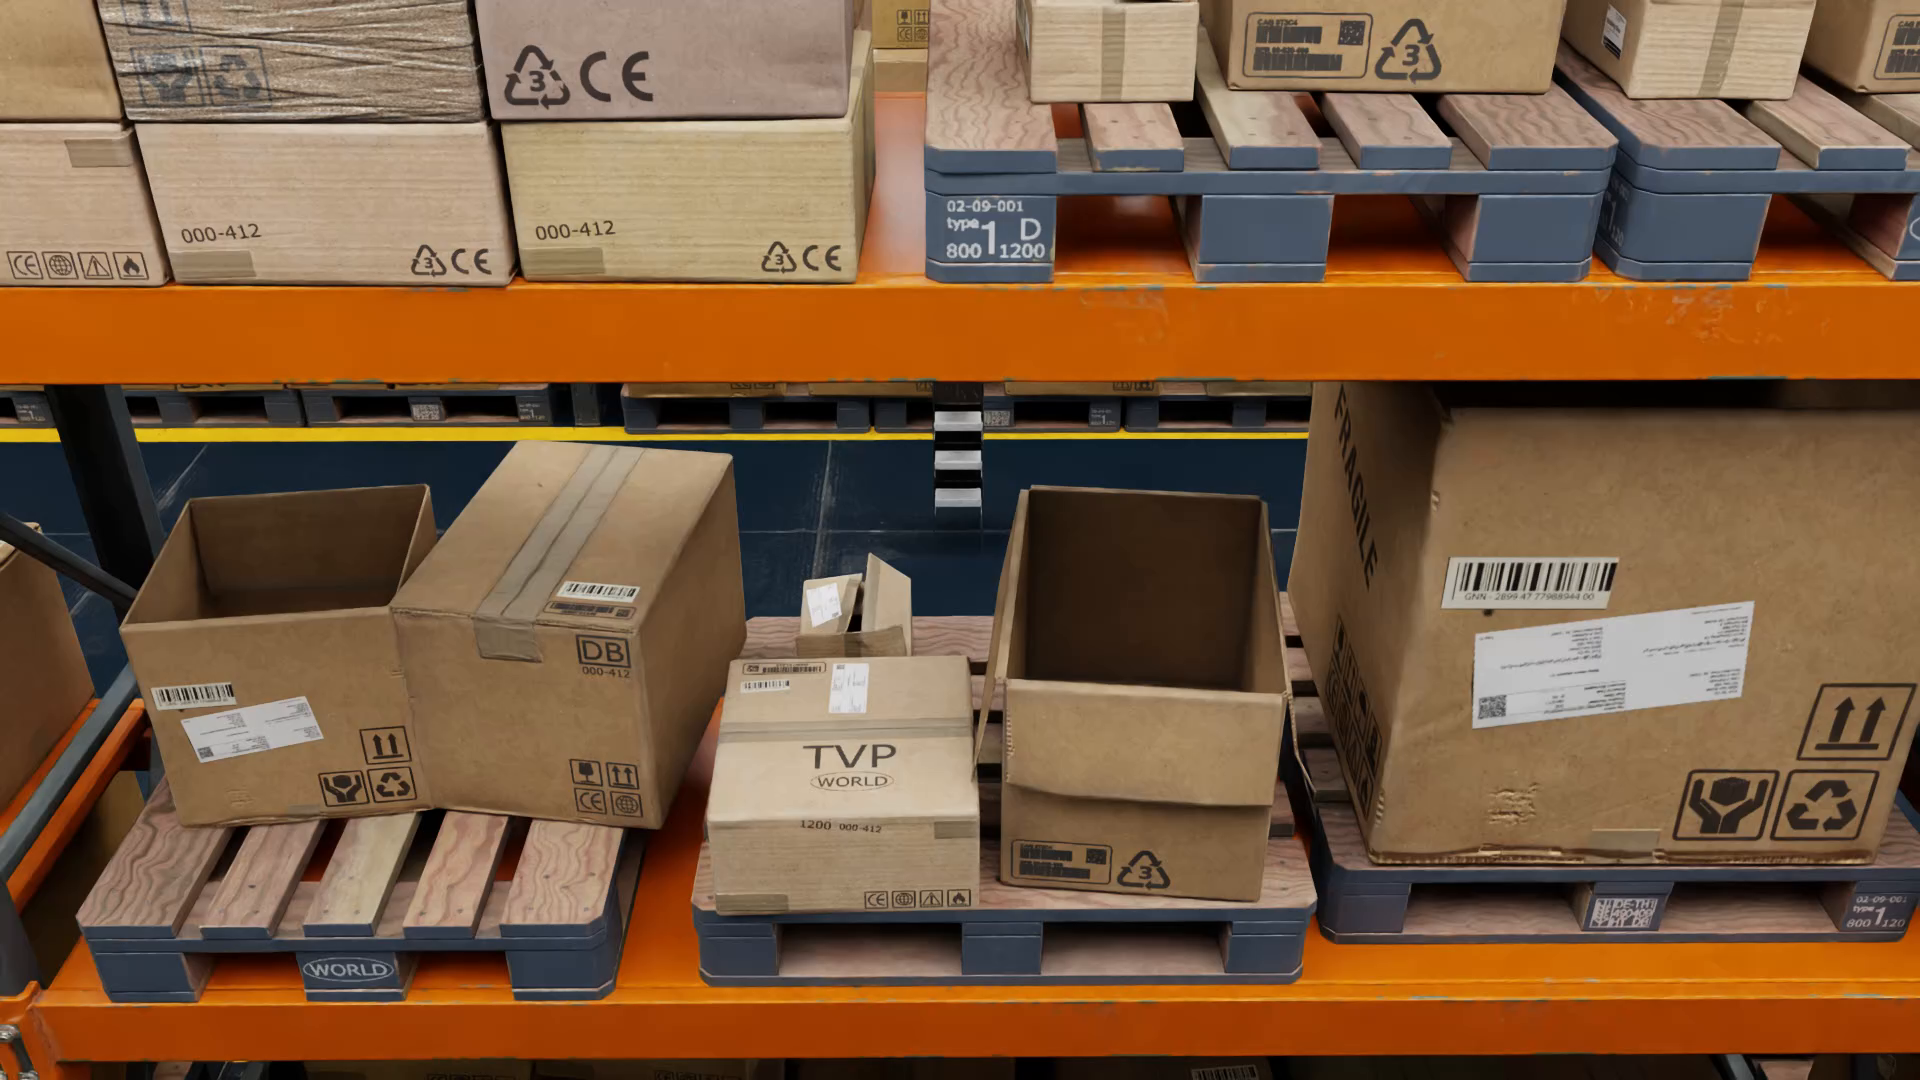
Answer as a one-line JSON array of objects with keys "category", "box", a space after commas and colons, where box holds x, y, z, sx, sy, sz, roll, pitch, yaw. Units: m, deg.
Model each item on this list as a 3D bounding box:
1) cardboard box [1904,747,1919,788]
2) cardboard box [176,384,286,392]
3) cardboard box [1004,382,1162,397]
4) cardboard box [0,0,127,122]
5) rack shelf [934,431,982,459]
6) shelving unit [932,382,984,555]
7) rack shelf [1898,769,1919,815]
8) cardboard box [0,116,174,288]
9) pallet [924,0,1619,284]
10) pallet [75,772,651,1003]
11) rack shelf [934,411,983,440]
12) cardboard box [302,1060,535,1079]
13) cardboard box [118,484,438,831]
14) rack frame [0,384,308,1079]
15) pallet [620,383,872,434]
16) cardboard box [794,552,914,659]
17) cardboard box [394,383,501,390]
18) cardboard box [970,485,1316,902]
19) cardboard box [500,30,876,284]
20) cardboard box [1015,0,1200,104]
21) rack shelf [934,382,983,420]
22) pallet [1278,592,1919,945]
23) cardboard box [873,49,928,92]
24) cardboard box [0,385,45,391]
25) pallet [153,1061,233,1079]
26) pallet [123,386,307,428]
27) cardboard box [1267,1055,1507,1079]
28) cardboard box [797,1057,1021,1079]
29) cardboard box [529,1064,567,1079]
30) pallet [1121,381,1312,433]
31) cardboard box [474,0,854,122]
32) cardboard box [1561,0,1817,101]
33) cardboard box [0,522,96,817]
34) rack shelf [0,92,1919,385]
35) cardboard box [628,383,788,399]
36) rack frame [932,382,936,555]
[{"category": "cardboard box", "box": [2.314, 0.420, 3.908, 0.250, 0.149, 0.380, 0, 31, 0]}, {"category": "cardboard box", "box": [-3.532, -1.058, 8.107, 0.500, 0.500, 0.500, -2, 31, -3]}, {"category": "cardboard box", "box": [0.587, -1.275, 8.224, 0.750, 0.750, 1.050, 0, 31, 0]}, {"category": "cardboard box", "box": [-1.427, -0.928, 2.418, 0.500, 0.500, 0.500, 0, 31, 0]}, {"category": "rack shelf", "box": [-0.008, -0.433, 6.987, 0.200, 0.077, 0.258, 0, 31, 0]}, {"category": "shelving unit", "box": [-0.008, -0.385, 7.017, 0.210, 0.900, 0.258, 0, 31, 0]}, {"category": "rack shelf", "box": [4.101, 0.767, 3.787, 4.000, 0.370, 1.077, 0, 31, 0]}, {"category": "cardboard box", "box": [-1.427, -0.609, 2.615, 0.500, 0.250, 0.500, 0, 31, 1]}, {"category": "pallet", "box": [0.446, -0.785, 2.941, 1.003, 0.211, 1.213, 0, 31, 0]}, {"category": "pallet", "box": [-1.187, 0.503, 3.714, 1.003, 0.211, 1.213, 0, 31, 0]}, {"category": "rack shelf", "box": [-0.008, -0.510, 6.940, 0.200, 0.077, 0.258, 0, 31, 0]}, {"category": "cardboard box", "box": [-1.229, 1.021, 3.939, 0.500, 0.250, 0.500, 1, 31, 2]}, {"category": "cardboard box", "box": [-1.359, 0.234, 3.472, 0.500, 0.500, 0.500, -4, 31, -6]}, {"category": "rack frame", "box": [-1.899, 0.478, 3.570, 0.127, 3.000, 1.000, 0, 31, 0]}, {"category": "pallet", "box": [-1.039, -0.866, 8.474, 1.213, 0.211, 1.003, 0, 31, 0]}, {"category": "cardboard box", "box": [-0.233, 0.211, 3.735, 0.258, 0.266, 0.396, -1, 31, -2]}, {"category": "cardboard box", "box": [-2.484, -1.068, 8.123, 0.500, 0.500, 0.500, 0, 31, -1]}, {"category": "cardboard box", "box": [0.368, 0.296, 3.367, 0.637, 0.503, 0.797, 3, 31, 5]}, {"category": "cardboard box", "box": [-0.400, -0.617, 2.628, 0.500, 0.250, 0.500, 0, 31, 1]}, {"category": "cardboard box", "box": [0.227, -0.838, 2.669, 0.250, 0.166, 0.380, -1, 31, -2]}, {"category": "rack shelf", "box": [-0.008, -0.587, 6.894, 0.200, 0.077, 0.258, 0, 31, 0]}, {"category": "pallet", "box": [1.336, 0.475, 3.760, 1.213, 0.211, 1.003, 0, 31, 0]}, {"category": "cardboard box", "box": [-0.364, -2.003, 7.563, 0.500, 0.500, 0.500, 0, 31, 0]}, {"category": "cardboard box", "box": [-4.558, -1.060, 8.111, 0.500, 0.500, 0.500, 1, 31, 2]}, {"category": "pallet", "box": [-2.688, 1.634, 4.353, 1.213, 0.211, 1.003, 0, 31, 0]}, {"category": "pallet", "box": [-3.826, -0.898, 8.527, 1.213, 0.211, 1.003, 0, 31, 0]}, {"category": "cardboard box", "box": [1.010, 1.329, 4.153, 0.500, 0.500, 0.700, 0, 31, -1]}, {"category": "cardboard box", "box": [-0.107, 1.333, 4.147, 0.500, 0.500, 0.700, 2, 31, 4]}, {"category": "cardboard box", "box": [-1.229, 1.347, 4.124, 0.500, 0.500, 0.700, -2, 31, -3]}, {"category": "pallet", "box": [1.401, -0.873, 8.486, 1.213, 0.211, 1.003, 0, 31, 0]}, {"category": "cardboard box", "box": [-0.417, -0.933, 2.427, 0.500, 0.500, 0.500, -1, 31, -2]}, {"category": "cardboard box", "box": [1.162, -0.884, 2.648, 0.258, 0.266, 0.396, 1, 31, 1]}, {"category": "cardboard box", "box": [-2.386, 0.296, 3.774, 0.500, 0.500, 0.500, 1, 31, 1]}, {"category": "rack shelf", "box": [0.101, -0.503, 2.988, 4.000, 0.370, 1.077, 0, 31, 0]}, {"category": "cardboard box", "box": [-1.218, -1.268, 8.211, 0.750, 0.750, 1.050, -1, 31, -1]}, {"category": "rack frame", "box": [-0.110, -0.384, 7.016, 0.006, 0.900, 0.240, 0, 31, 0]}]
